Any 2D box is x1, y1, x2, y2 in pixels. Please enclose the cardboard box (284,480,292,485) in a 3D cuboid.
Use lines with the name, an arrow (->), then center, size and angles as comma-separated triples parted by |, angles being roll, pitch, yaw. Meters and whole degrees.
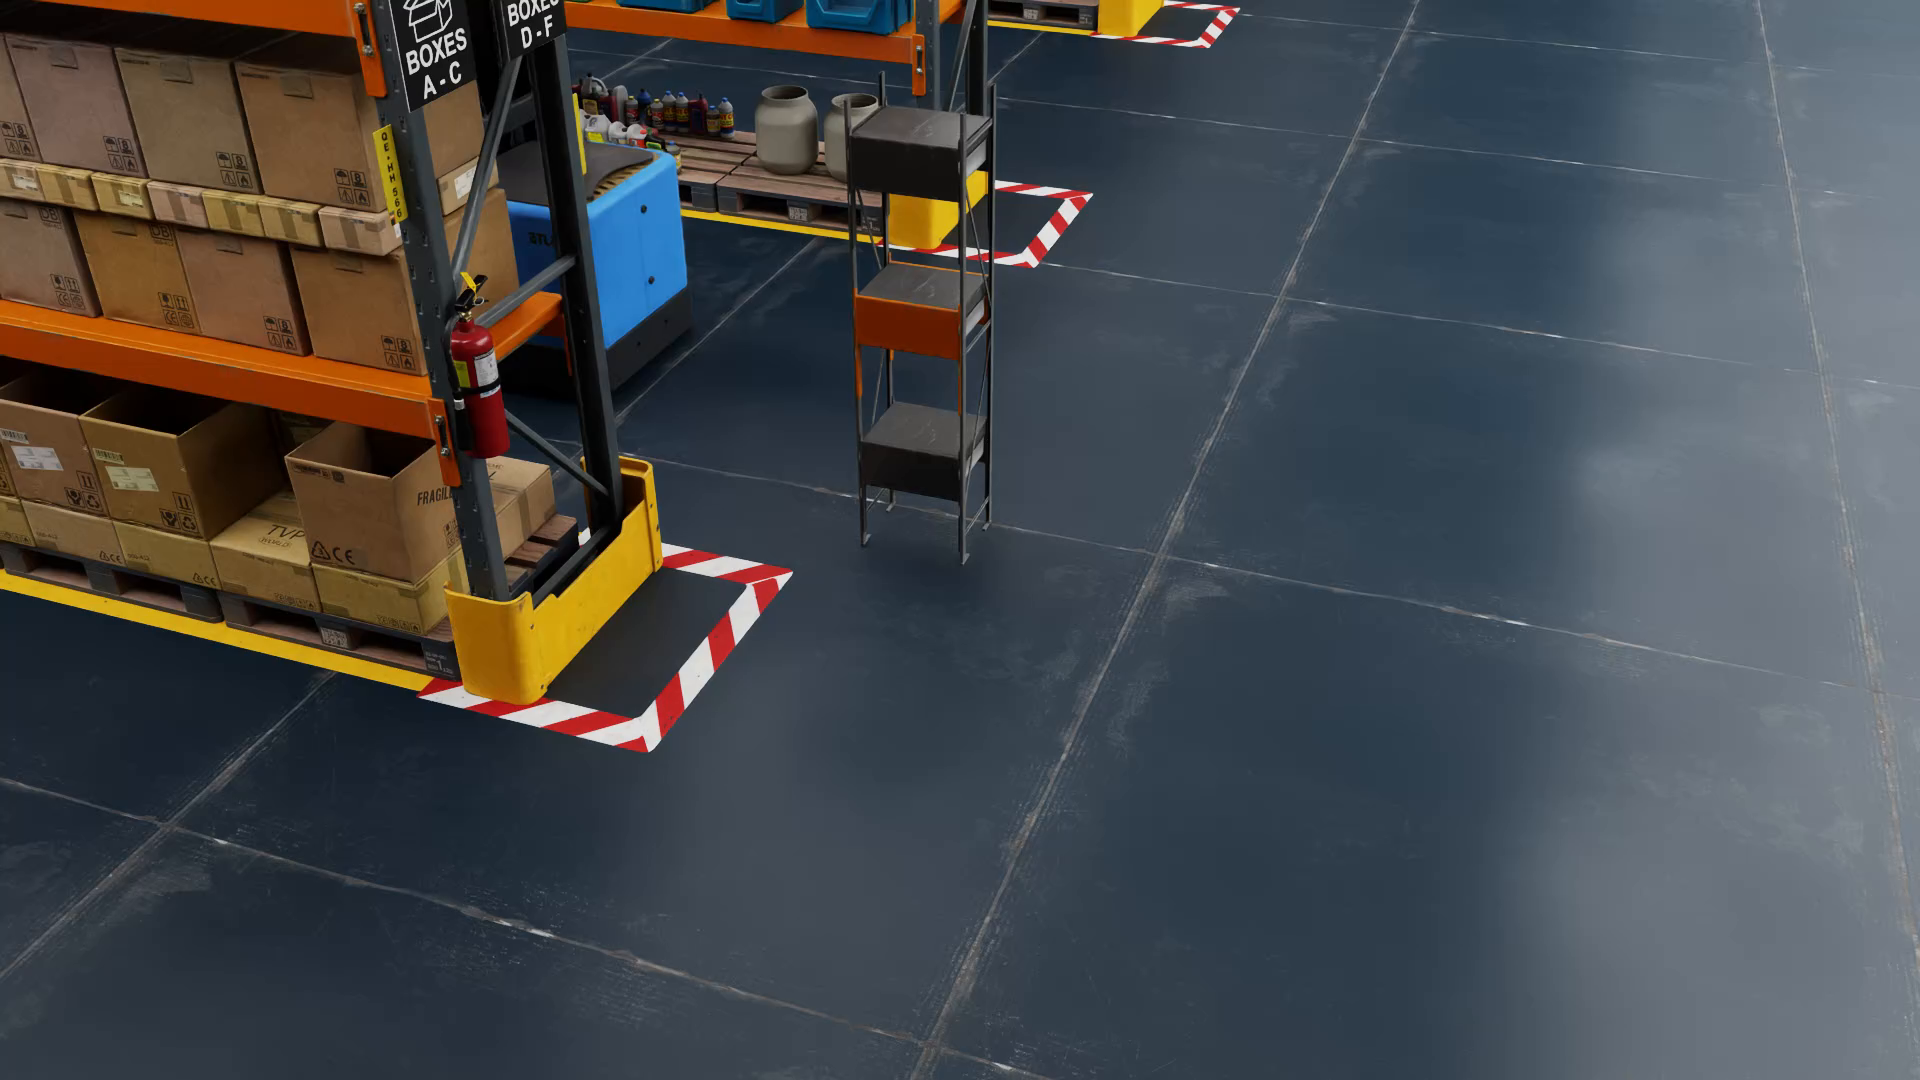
cardboard box -> -3.090, -0.330, 7.643 | 0.500, 0.250, 0.500 | 11, 34, 16

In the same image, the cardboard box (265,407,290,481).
cardboard box -> -3.094, -0.639, 7.431 | 0.500, 0.500, 0.500 | 11, 34, 16

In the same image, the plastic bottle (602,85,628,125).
plastic bottle -> -2.469, -3.120, 11.922 | 0.135, 0.276, 0.152 | 12, 35, 17

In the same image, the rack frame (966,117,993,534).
rack frame -> 0.074, -0.868, 7.159 | 0.006, 1.831, 0.380 | 11, 34, 16

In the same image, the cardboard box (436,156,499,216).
cardboard box -> -2.015, -1.412, 6.481 | 0.250, 0.149, 0.380 | 11, 34, 16

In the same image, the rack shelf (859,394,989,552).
rack shelf -> -0.156, -0.313, 7.614 | 0.480, 0.518, 0.431 | 11, 34, 16

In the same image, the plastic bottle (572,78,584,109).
plastic bottle -> -2.757, -3.205, 12.048 | 0.133, 0.283, 0.061 | 13, 35, 20

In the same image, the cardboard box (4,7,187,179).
cardboard box -> -3.175, -1.789, 6.468 | 0.500, 0.500, 0.700 | 11, 34, 17

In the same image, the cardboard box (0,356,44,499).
cardboard box -> -4.211, -0.556, 7.302 | 0.500, 0.500, 0.500 | 11, 34, 16

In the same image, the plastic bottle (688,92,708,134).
plastic bottle -> -1.852, -3.029, 11.775 | 0.133, 0.283, 0.061 | 12, 35, 17

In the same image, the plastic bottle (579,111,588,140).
plastic bottle -> -2.611, -2.776, 11.321 | 0.185, 0.351, 0.144 | 11, 34, 16

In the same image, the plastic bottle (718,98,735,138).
plastic bottle -> -1.645, -2.973, 11.700 | 0.097, 0.271, 0.097 | 0, 33, 0

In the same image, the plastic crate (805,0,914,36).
plastic crate -> -0.616, -3.320, 10.264 | 0.616, 0.251, 0.499 | 11, 34, 16

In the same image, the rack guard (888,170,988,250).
rack guard -> -0.131, -2.384, 10.981 | 0.348, 0.500, 1.175 | 11, 34, 16

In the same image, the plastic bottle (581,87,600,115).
plastic bottle -> -2.631, -3.098, 11.881 | 0.133, 0.283, 0.061 | 11, 34, 16

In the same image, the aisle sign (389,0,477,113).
aisle sign -> -1.755, -1.846, 5.446 | 0.004, 0.787, 0.394 | 11, 34, 16

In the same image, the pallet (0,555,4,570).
pallet -> -4.749, -0.309, 8.034 | 1.213, 0.211, 1.003 | 11, 34, 16

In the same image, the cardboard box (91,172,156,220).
cardboard box -> -3.113, -1.391, 6.449 | 0.250, 0.149, 0.380 | 12, 35, 18

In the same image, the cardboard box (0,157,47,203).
cardboard box -> -3.603, -1.485, 6.595 | 0.250, 0.149, 0.380 | 11, 34, 16

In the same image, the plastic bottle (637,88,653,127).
plastic bottle -> -2.253, -3.092, 11.883 | 0.097, 0.271, 0.097 | 0, 33, 0

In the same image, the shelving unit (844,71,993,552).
shelving unit -> -0.158, -0.913, 7.228 | 0.499, 2.100, 0.431 | 11, 34, 16

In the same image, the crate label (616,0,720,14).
crate label -> -1.867, -3.658, 10.617 | 0.616, 0.435, 0.502 | 11, 34, 16

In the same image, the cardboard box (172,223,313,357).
cardboard box -> -4.772, -1.144, 7.438 | 4.930, 1.340, 1.023 | 12, 35, 18

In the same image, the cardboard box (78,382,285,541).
cardboard box -> -3.270, -0.373, 7.019 | 0.500, 0.500, 0.500 | 11, 34, 16

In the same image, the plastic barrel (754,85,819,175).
plastic barrel -> -1.161, -2.748, 11.148 | 0.421, 0.512, 0.421 | 0, 33, 0

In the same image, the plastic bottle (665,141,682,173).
plastic bottle -> -1.920, -2.565, 11.132 | 0.097, 0.201, 0.097 | 0, 33, 0

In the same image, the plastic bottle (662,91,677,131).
plastic bottle -> -2.062, -3.054, 11.825 | 0.097, 0.271, 0.097 | 0, 33, 0

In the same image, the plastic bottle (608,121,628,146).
plastic bottle -> -2.279, -2.682, 11.244 | 0.135, 0.276, 0.152 | 10, 34, 15

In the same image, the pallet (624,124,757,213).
pallet -> -2.038, -2.638, 11.641 | 1.213, 0.211, 1.003 | 11, 34, 16

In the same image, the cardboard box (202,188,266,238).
cardboard box -> -2.630, -1.296, 6.302 | 0.250, 0.149, 0.380 | 11, 34, 16

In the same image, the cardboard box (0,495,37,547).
cardboard box -> -4.211, -0.241, 7.505 | 0.500, 0.250, 0.500 | 11, 34, 16

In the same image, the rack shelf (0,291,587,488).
rack shelf -> -3.601, -0.979, 7.164 | 4.000, 0.370, 1.077 | 11, 34, 16

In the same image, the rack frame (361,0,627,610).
rack frame -> -1.718, -0.915, 6.402 | 0.127, 3.000, 1.000 | 11, 34, 16

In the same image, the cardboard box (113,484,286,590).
cardboard box -> -3.269, -0.060, 7.225 | 0.500, 0.250, 0.500 | 11, 34, 16

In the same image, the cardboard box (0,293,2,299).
cardboard box -> -4.094, -1.424, 7.099 | 0.500, 0.500, 0.700 | 12, 35, 17

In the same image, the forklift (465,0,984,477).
forklift -> -2.159, -2.098, 8.297 | 5.295, 2.935, 1.782 | 12, 35, 18
